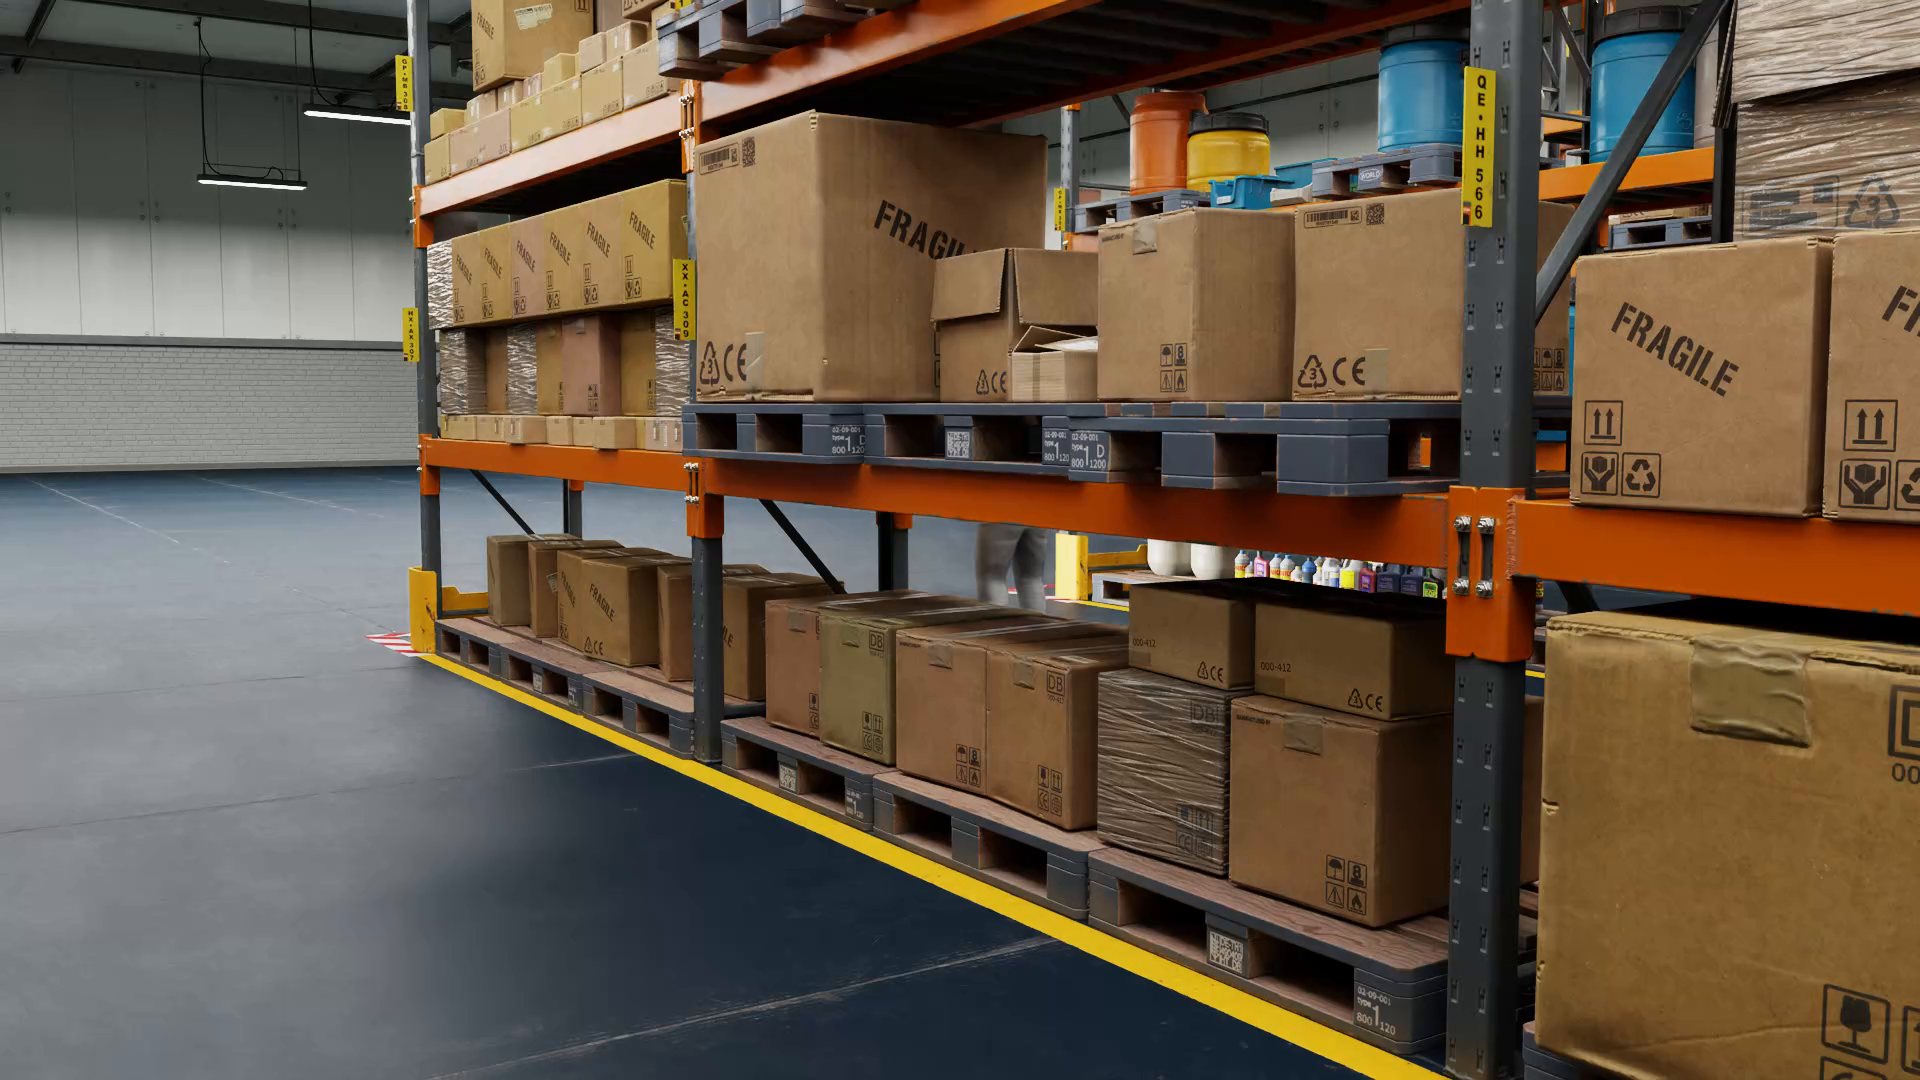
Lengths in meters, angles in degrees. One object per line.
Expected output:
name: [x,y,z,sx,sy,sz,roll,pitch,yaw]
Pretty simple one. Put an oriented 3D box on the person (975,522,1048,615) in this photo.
person: [0.246,-0.154,9.590,0.491,1.771,0.559,-3,6,-33]
